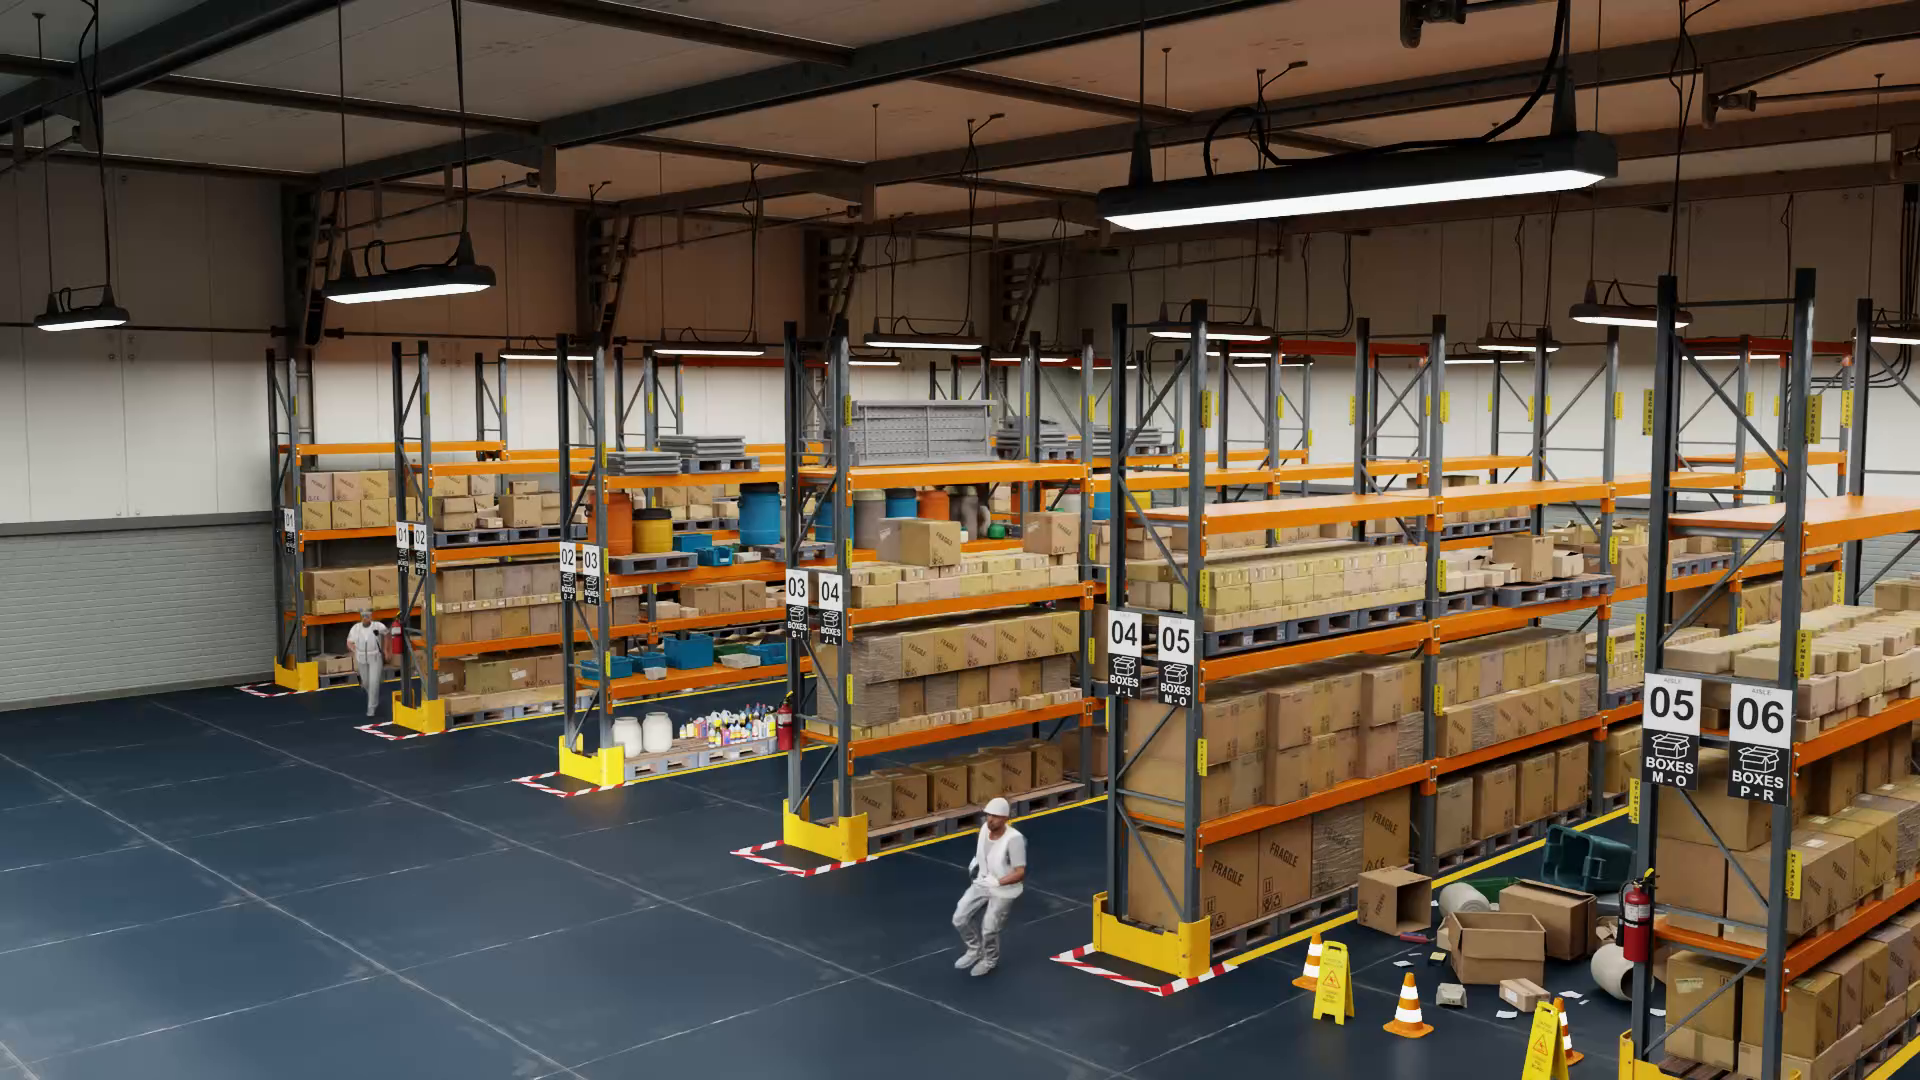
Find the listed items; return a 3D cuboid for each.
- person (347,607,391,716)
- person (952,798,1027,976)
[{"bbox_3d":[-9.609,1.932,27.053,0.629,1.736,1.042,0,5,-5],"label":"person"},{"bbox_3d":[0.253,3.072,14.618,0.860,1.688,0.728,4,6,36],"label":"person"}]
